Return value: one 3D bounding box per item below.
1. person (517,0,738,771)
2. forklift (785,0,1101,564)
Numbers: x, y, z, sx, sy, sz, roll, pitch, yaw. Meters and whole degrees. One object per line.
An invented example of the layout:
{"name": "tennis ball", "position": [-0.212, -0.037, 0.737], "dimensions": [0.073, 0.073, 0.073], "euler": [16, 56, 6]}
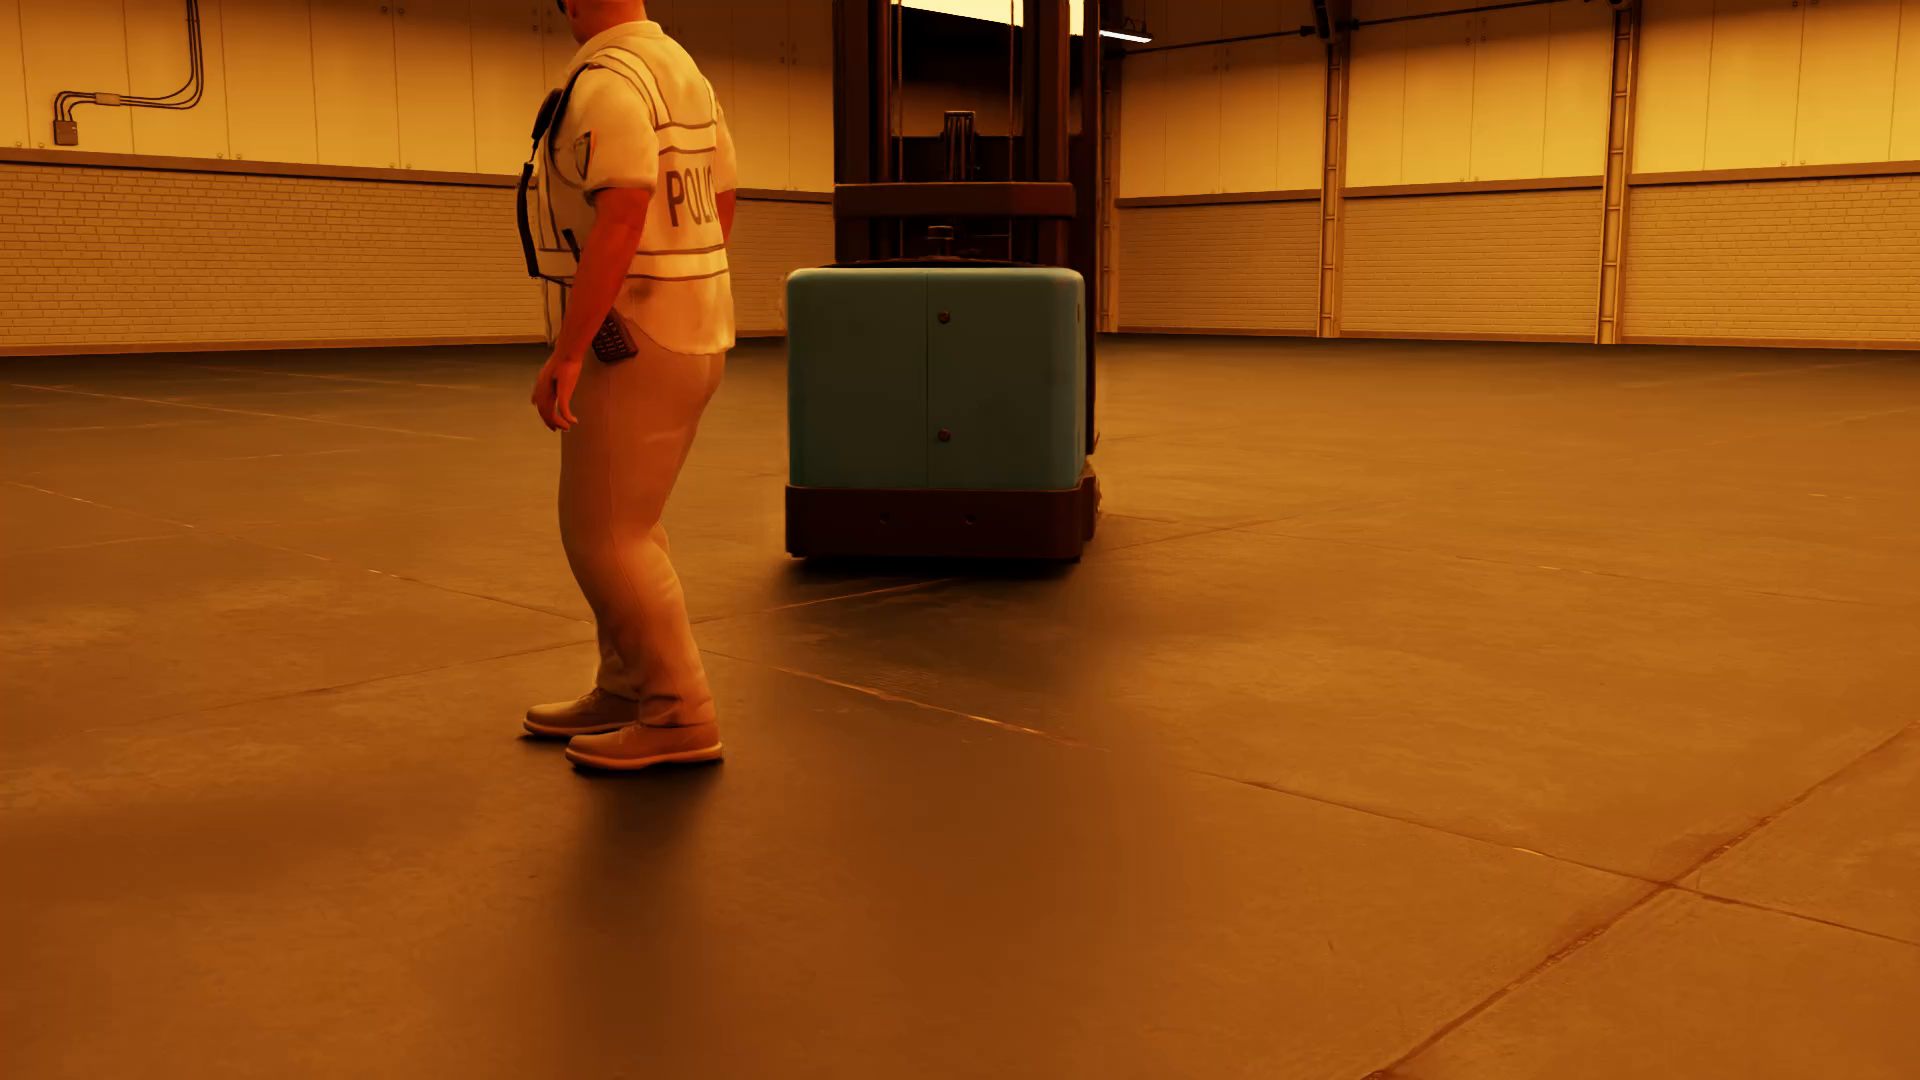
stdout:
{"name": "person", "position": [-0.742, -0.398, 3.508], "dimensions": [0.515, 1.742, 0.739], "euler": [0, 9, 3]}
{"name": "forklift", "position": [0.050, -1.541, 7.111], "dimensions": [1.130, 2.935, 3.031], "euler": [1, 9, 6]}
